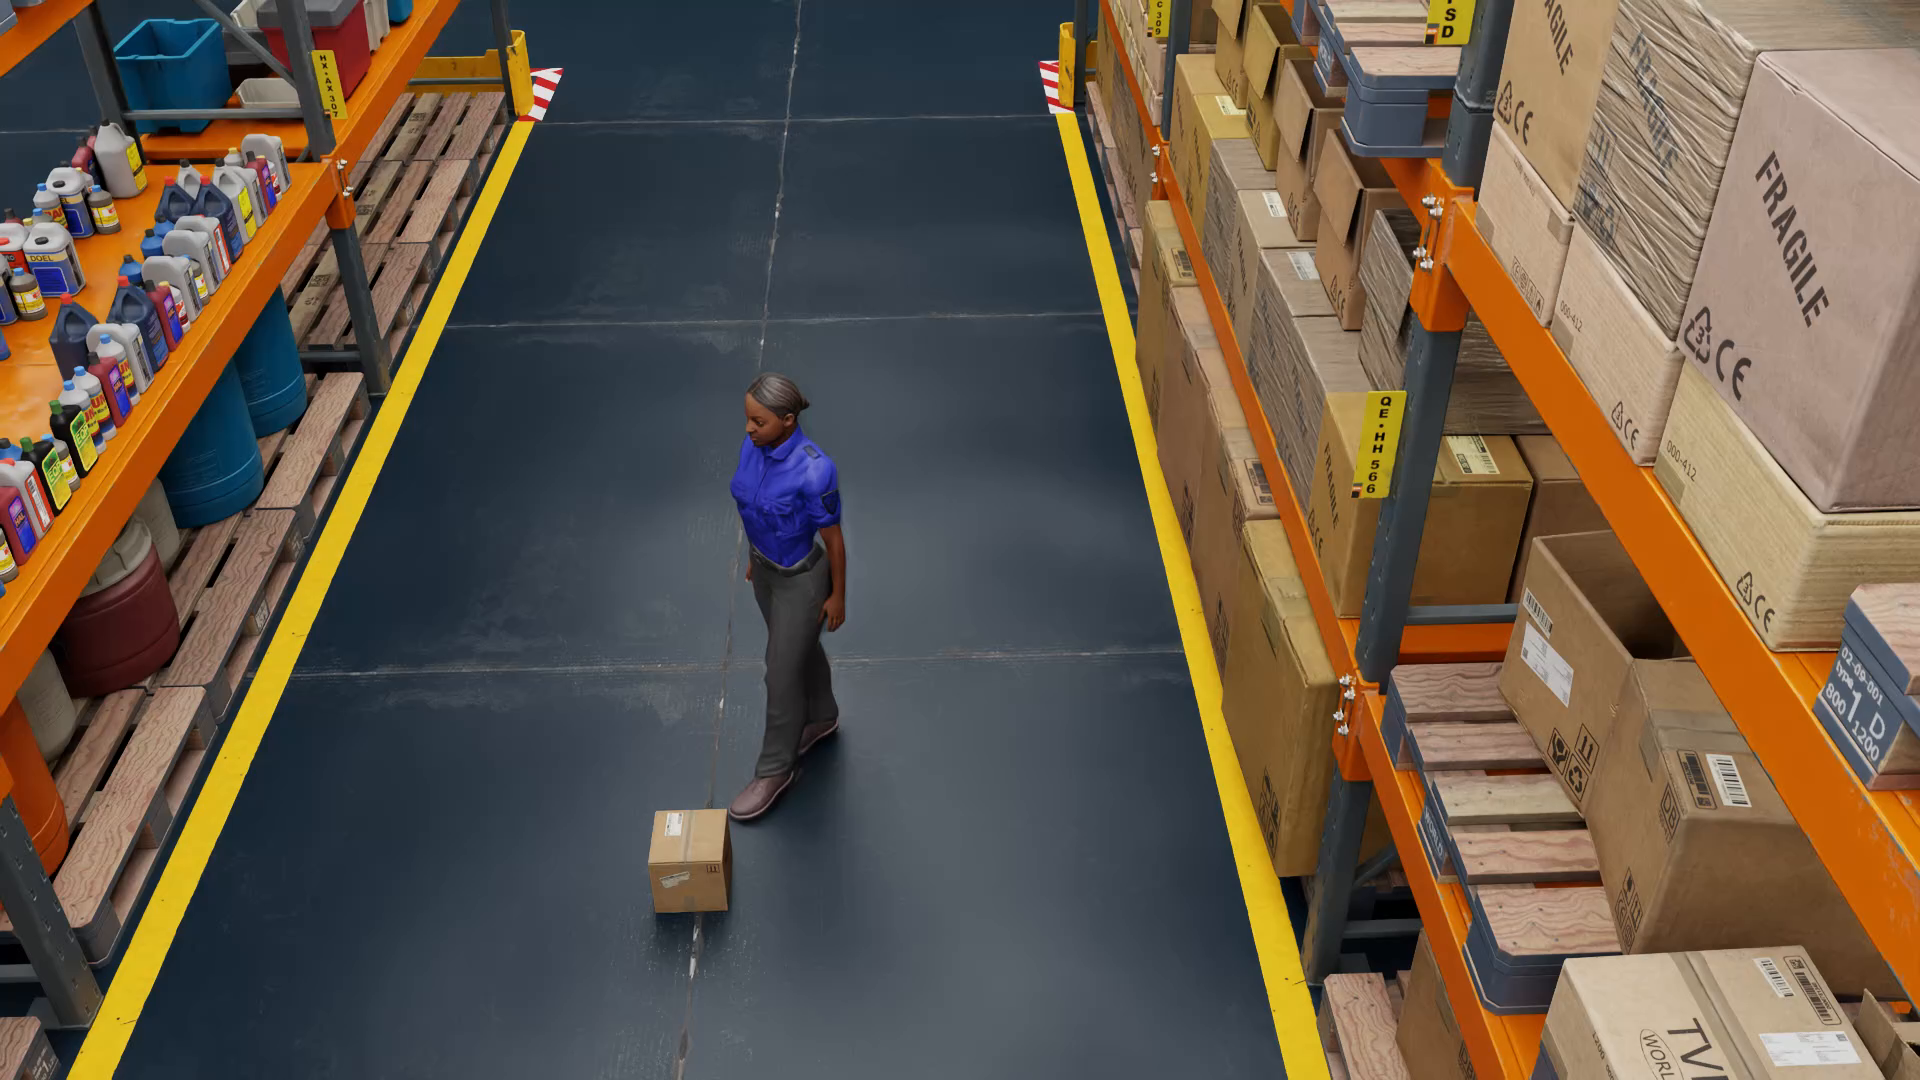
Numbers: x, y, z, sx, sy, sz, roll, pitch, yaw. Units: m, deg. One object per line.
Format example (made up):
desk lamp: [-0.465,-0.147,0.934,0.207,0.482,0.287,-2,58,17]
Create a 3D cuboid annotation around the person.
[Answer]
person: [-0.704,0.173,5.887,0.600,1.658,0.463,-25,43,-31]
